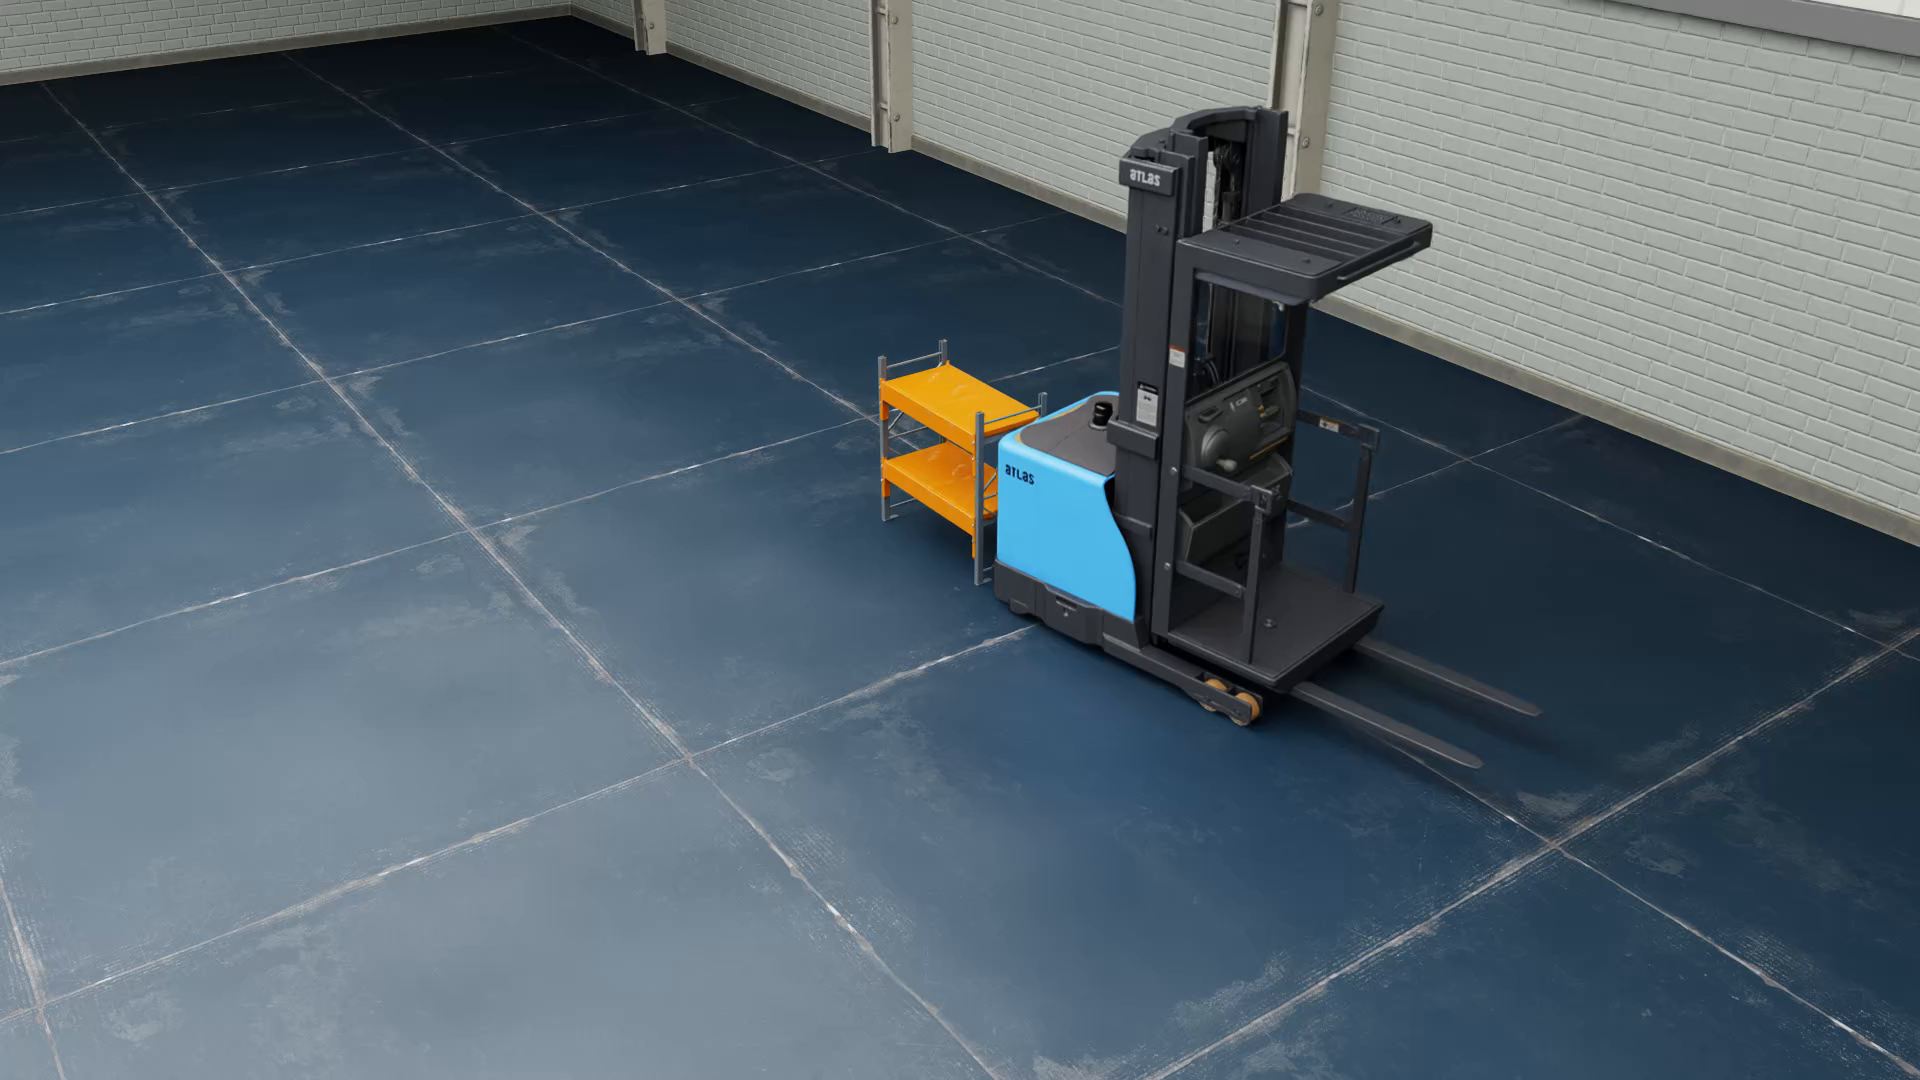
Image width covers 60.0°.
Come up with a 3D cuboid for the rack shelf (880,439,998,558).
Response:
[{"bbox_3d":[0.004,-0.277,10.320,0.538,0.278,1.000,-19,34,-31],"label":"rack shelf"}]

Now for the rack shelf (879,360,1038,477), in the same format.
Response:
[{"bbox_3d":[0.004,-0.749,10.064,0.538,0.278,1.000,-19,34,-31],"label":"rack shelf"}]

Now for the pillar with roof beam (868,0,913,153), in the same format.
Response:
[{"bbox_3d":[-4.258,-7.146,14.205,9.100,9.000,0.400,-19,34,-31],"label":"pillar with roof beam"}]

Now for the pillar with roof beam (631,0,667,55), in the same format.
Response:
[{"bbox_3d":[-7.738,-9.478,18.500,9.100,9.000,0.400,-19,34,-31],"label":"pillar with roof beam"}]

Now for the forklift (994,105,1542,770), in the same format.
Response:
[{"bbox_3d":[1.617,-0.601,8.513,3.031,2.935,1.130,24,37,37],"label":"forklift"}]

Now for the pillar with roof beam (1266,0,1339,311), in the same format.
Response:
[{"bbox_3d":[-0.778,-4.813,9.910,9.100,9.000,0.400,-19,34,-31],"label":"pillar with roof beam"}]

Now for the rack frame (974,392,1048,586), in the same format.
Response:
[{"bbox_3d":[0.299,-0.294,9.839,0.500,1.125,0.032,-19,34,-31],"label":"rack frame"}]

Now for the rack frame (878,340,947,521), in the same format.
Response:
[{"bbox_3d":[-0.291,-0.689,10.567,0.500,1.125,0.032,-19,34,-31],"label":"rack frame"}]

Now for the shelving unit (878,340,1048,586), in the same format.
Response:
[{"bbox_3d":[0.004,-0.492,10.203,0.538,1.125,1.048,-19,34,-31],"label":"shelving unit"}]
